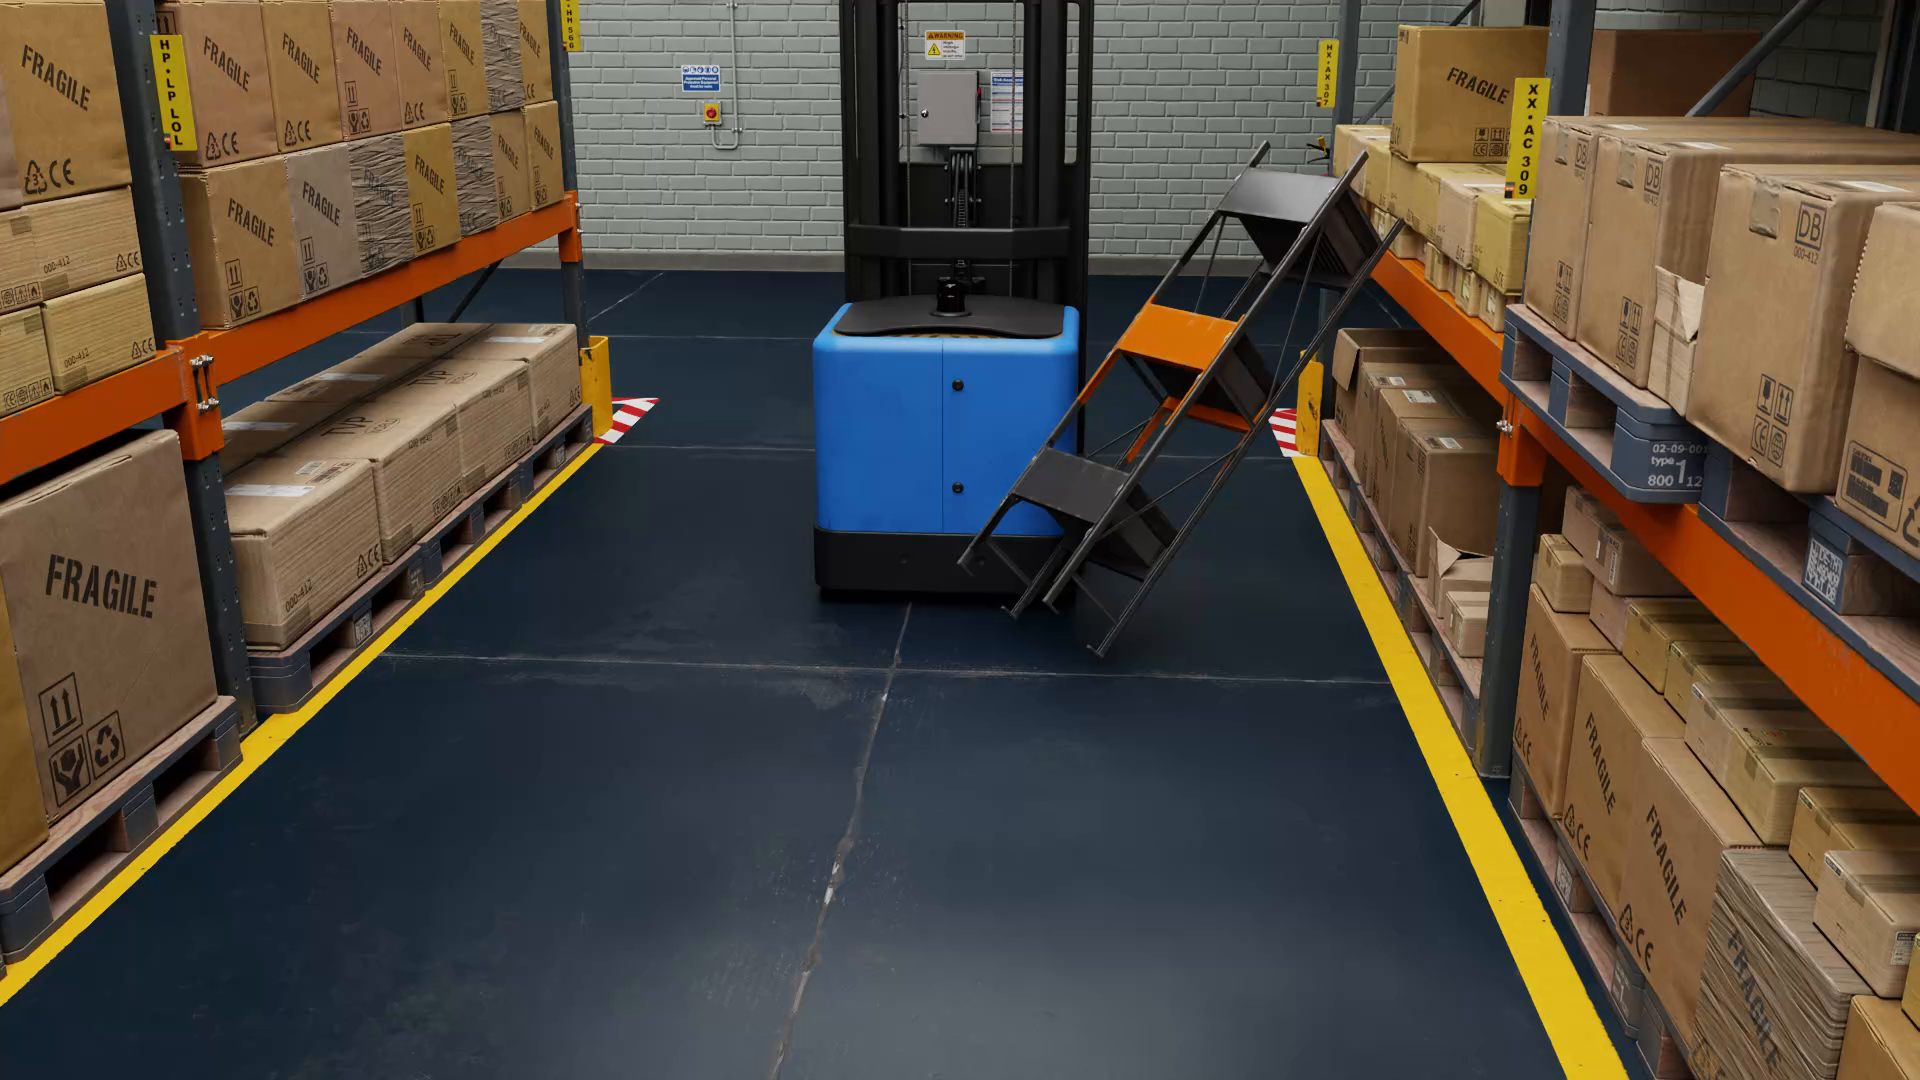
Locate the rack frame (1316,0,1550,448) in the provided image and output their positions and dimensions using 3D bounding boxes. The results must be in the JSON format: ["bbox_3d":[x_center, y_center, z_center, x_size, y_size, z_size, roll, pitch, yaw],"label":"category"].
[{"bbox_3d":[2.401,-1.931,8.498,1.000,3.000,0.127,1,18,4],"label":"rack frame"}]

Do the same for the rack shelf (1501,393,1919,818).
[{"bbox_3d":[1.971,0.275,2.923,1.077,0.370,4.000,1,18,4],"label":"rack shelf"}]

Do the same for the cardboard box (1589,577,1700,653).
[{"bbox_3d":[1.881,0.185,4.340,0.380,0.149,0.250,1,18,2],"label":"cardboard box"}]

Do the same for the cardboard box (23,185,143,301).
[{"bbox_3d":[-2.626,-0.822,4.553,0.500,0.250,0.500,1,18,4],"label":"cardboard box"}]

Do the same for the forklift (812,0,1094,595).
[{"bbox_3d":[0.048,-1.588,7.564,1.130,2.935,3.031,1,18,4],"label":"forklift"}]

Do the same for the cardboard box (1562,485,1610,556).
[{"bbox_3d":[1.884,-0.043,4.557,0.380,0.149,0.250,1,18,3],"label":"cardboard box"}]

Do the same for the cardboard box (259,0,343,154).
[{"bbox_3d":[-2.519,-1.620,5.783,0.500,0.500,0.500,1,18,3],"label":"cardboard box"}]

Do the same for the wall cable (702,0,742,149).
[{"bbox_3d":[-2.169,-4.290,14.016,0.585,1.953,0.123,1,18,4],"label":"wall cable"}]

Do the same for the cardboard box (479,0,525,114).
[{"bbox_3d":[-2.355,-2.245,7.691,0.500,0.500,0.500,1,18,4],"label":"cardboard box"}]

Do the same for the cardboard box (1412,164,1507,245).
[{"bbox_3d":[1.978,-1.233,6.131,0.500,0.250,0.500,1,18,4],"label":"cardboard box"}]

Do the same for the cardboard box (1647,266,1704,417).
[{"bbox_3d":[1.632,-0.401,3.372,0.396,0.266,0.258,2,18,7],"label":"cardboard box"}]

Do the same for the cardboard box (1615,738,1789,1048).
[{"bbox_3d":[1.787,0.765,3.610,0.500,0.500,0.500,1,18,2],"label":"cardboard box"}]

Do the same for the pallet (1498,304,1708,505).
[{"bbox_3d":[1.948,-0.352,3.987,1.003,0.211,1.213,1,18,4],"label":"pallet"}]

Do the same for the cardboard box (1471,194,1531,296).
[{"bbox_3d":[1.908,-0.922,5.183,0.500,0.250,0.500,2,18,5],"label":"cardboard box"}]

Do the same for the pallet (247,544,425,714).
[{"bbox_3d":[-2.704,0.293,6.191,1.003,0.211,1.213,1,18,4],"label":"pallet"}]

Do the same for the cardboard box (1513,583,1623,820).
[{"bbox_3d":[1.855,0.445,4.588,0.500,0.500,0.500,2,18,6],"label":"cardboard box"}]

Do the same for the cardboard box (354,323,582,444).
[{"bbox_3d":[-2.498,-0.815,8.534,0.875,0.438,0.875,1,18,2],"label":"cardboard box"}]

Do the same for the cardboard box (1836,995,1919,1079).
[{"bbox_3d":[1.725,1.088,2.625,0.500,0.500,0.500,2,18,6],"label":"cardboard box"}]

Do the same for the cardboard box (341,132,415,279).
[{"bbox_3d":[-2.460,-1.296,6.401,0.500,0.500,0.500,1,18,4],"label":"cardboard box"}]

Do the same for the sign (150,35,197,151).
[{"bbox_3d":[-2.295,-1.302,4.846,0.100,0.325,0.005,1,18,4],"label":"sign"}]

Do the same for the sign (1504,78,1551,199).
[{"bbox_3d":[1.573,-1.110,4.602,0.100,0.325,0.005,1,18,4],"label":"sign"}]

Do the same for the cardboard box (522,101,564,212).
[{"bbox_3d":[-2.321,-1.932,8.342,0.500,0.500,0.500,1,18,4],"label":"cardboard box"}]

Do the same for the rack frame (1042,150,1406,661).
[{"bbox_3d":[1.004,-0.507,6.097,0.015,0.400,2.100,23,72,49],"label":"rack frame"}]

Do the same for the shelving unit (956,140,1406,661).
[{"bbox_3d":[0.855,-0.570,6.279,0.503,0.431,2.100,23,72,49],"label":"shelving unit"}]

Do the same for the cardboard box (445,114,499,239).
[{"bbox_3d":[-2.399,-1.617,7.379,0.500,0.500,0.500,2,18,6],"label":"cardboard box"}]

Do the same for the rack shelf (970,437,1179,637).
[{"bbox_3d":[0.443,-0.005,6.137,0.480,0.431,0.518,23,72,49],"label":"rack shelf"}]

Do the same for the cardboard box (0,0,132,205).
[{"bbox_3d":[-2.618,-1.176,4.430,0.500,0.500,0.500,2,18,6],"label":"cardboard box"}]

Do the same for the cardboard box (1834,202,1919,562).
[{"bbox_3d":[1.760,-0.206,2.394,0.797,0.503,0.637,1,18,3],"label":"cardboard box"}]

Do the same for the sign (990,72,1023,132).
[{"bbox_3d":[0.423,-3.708,14.075,0.329,0.494,0.001,1,18,4],"label":"sign"}]

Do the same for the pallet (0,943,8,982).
[{"bbox_3d":[-2.902,1.148,3.580,1.003,0.211,1.213,1,18,4],"label":"pallet"}]

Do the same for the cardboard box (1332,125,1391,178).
[{"bbox_3d":[2.100,-1.866,8.064,0.500,0.250,0.500,1,18,4],"label":"cardboard box"}]

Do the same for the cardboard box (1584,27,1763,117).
[{"bbox_3d":[2.487,-1.572,5.961,0.500,0.500,0.500,1,18,2],"label":"cardboard box"}]

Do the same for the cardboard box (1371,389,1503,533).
[{"bbox_3d":[2.025,-0.328,6.947,0.500,0.500,0.500,2,18,5],"label":"cardboard box"}]

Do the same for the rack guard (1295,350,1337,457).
[{"bbox_3d":[2.396,-0.719,8.816,1.175,0.500,0.348,1,18,4],"label":"rack guard"}]

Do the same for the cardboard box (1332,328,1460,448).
[{"bbox_3d":[2.263,-0.756,8.248,0.797,0.503,0.637,1,18,2],"label":"cardboard box"}]

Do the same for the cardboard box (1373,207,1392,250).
[{"bbox_3d":[1.962,-1.316,7.027,0.380,0.149,0.250,1,18,2],"label":"cardboard box"}]

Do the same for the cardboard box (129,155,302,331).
[{"bbox_3d":[-2.542,-0.986,5.453,0.500,0.500,0.500,2,18,6],"label":"cardboard box"}]

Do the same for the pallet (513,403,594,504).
[{"bbox_3d":[-2.529,-0.465,8.504,1.003,0.211,1.213,1,18,4],"label":"pallet"}]

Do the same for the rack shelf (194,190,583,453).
[{"bbox_3d":[-2.693,-1.077,7.049,1.077,0.370,4.000,1,18,4],"label":"rack shelf"}]

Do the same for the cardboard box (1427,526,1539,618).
[{"bbox_3d":[1.887,0.121,5.954,0.396,0.266,0.258,2,18,6],"label":"cardboard box"}]

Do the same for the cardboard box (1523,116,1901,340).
[{"bbox_3d":[1.857,-0.790,4.183,0.700,0.500,0.500,2,18,5],"label":"cardboard box"}]

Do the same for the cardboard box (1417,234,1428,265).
[{"bbox_3d":[2.014,-1.153,6.527,0.380,0.149,0.250,1,18,4],"label":"cardboard box"}]

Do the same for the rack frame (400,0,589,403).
[{"bbox_3d":[-2.550,-2.040,8.833,1.000,3.000,0.127,1,18,4],"label":"rack frame"}]

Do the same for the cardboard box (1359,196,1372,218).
[{"bbox_3d":[2.132,-1.635,8.000,0.380,0.149,0.250,2,18,5],"label":"cardboard box"}]

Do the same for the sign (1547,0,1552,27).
[{"bbox_3d":[2.953,-2.613,8.212,0.100,0.325,0.005,1,18,4],"label":"sign"}]

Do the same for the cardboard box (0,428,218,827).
[{"bbox_3d":[-2.801,0.206,4.714,0.875,0.875,0.875,2,18,6],"label":"cardboard box"}]

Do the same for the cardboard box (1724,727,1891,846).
[{"bbox_3d":[1.792,0.504,3.366,0.380,0.149,0.250,2,18,6],"label":"cardboard box"}]

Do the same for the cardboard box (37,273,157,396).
[{"bbox_3d":[-2.617,-0.582,4.623,0.500,0.250,0.500,1,18,3],"label":"cardboard box"}]

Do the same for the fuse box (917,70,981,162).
[{"bbox_3d":[-0.084,-3.088,14.098,0.539,1.711,0.414,1,18,4],"label":"fuse box"}]

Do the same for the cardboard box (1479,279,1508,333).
[{"bbox_3d":[1.882,-0.755,5.314,0.380,0.149,0.250,2,18,5],"label":"cardboard box"}]

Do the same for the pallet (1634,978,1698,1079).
[{"bbox_3d":[2.009,1.270,3.208,1.003,0.211,1.213,1,18,4],"label":"pallet"}]

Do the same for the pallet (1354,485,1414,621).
[{"bbox_3d":[2.249,0.044,6.952,1.003,0.211,1.213,1,18,4],"label":"pallet"}]

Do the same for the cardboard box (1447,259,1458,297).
[{"bbox_3d":[1.923,-0.917,5.809,0.380,0.149,0.250,2,18,5],"label":"cardboard box"}]

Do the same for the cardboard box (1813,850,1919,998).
[{"bbox_3d":[1.733,0.664,2.879,0.380,0.149,0.250,0,18,1],"label":"cardboard box"}]

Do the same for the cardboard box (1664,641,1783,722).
[{"bbox_3d":[1.867,0.350,3.835,0.380,0.149,0.250,1,18,3],"label":"cardboard box"}]

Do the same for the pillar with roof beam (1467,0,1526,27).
[{"bbox_3d":[-0.800,-5.695,10.352,9.100,9.000,0.400,1,18,4],"label":"pillar with roof beam"}]

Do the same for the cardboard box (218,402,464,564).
[{"bbox_3d":[-2.621,-0.251,6.812,0.875,0.438,0.875,1,18,2],"label":"cardboard box"}]

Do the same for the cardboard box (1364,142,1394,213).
[{"bbox_3d":[2.031,-1.552,7.105,0.500,0.250,0.500,1,18,3],"label":"cardboard box"}]

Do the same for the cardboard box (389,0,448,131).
[{"bbox_3d":[-2.432,-1.935,6.746,0.500,0.500,0.500,1,18,4],"label":"cardboard box"}]
